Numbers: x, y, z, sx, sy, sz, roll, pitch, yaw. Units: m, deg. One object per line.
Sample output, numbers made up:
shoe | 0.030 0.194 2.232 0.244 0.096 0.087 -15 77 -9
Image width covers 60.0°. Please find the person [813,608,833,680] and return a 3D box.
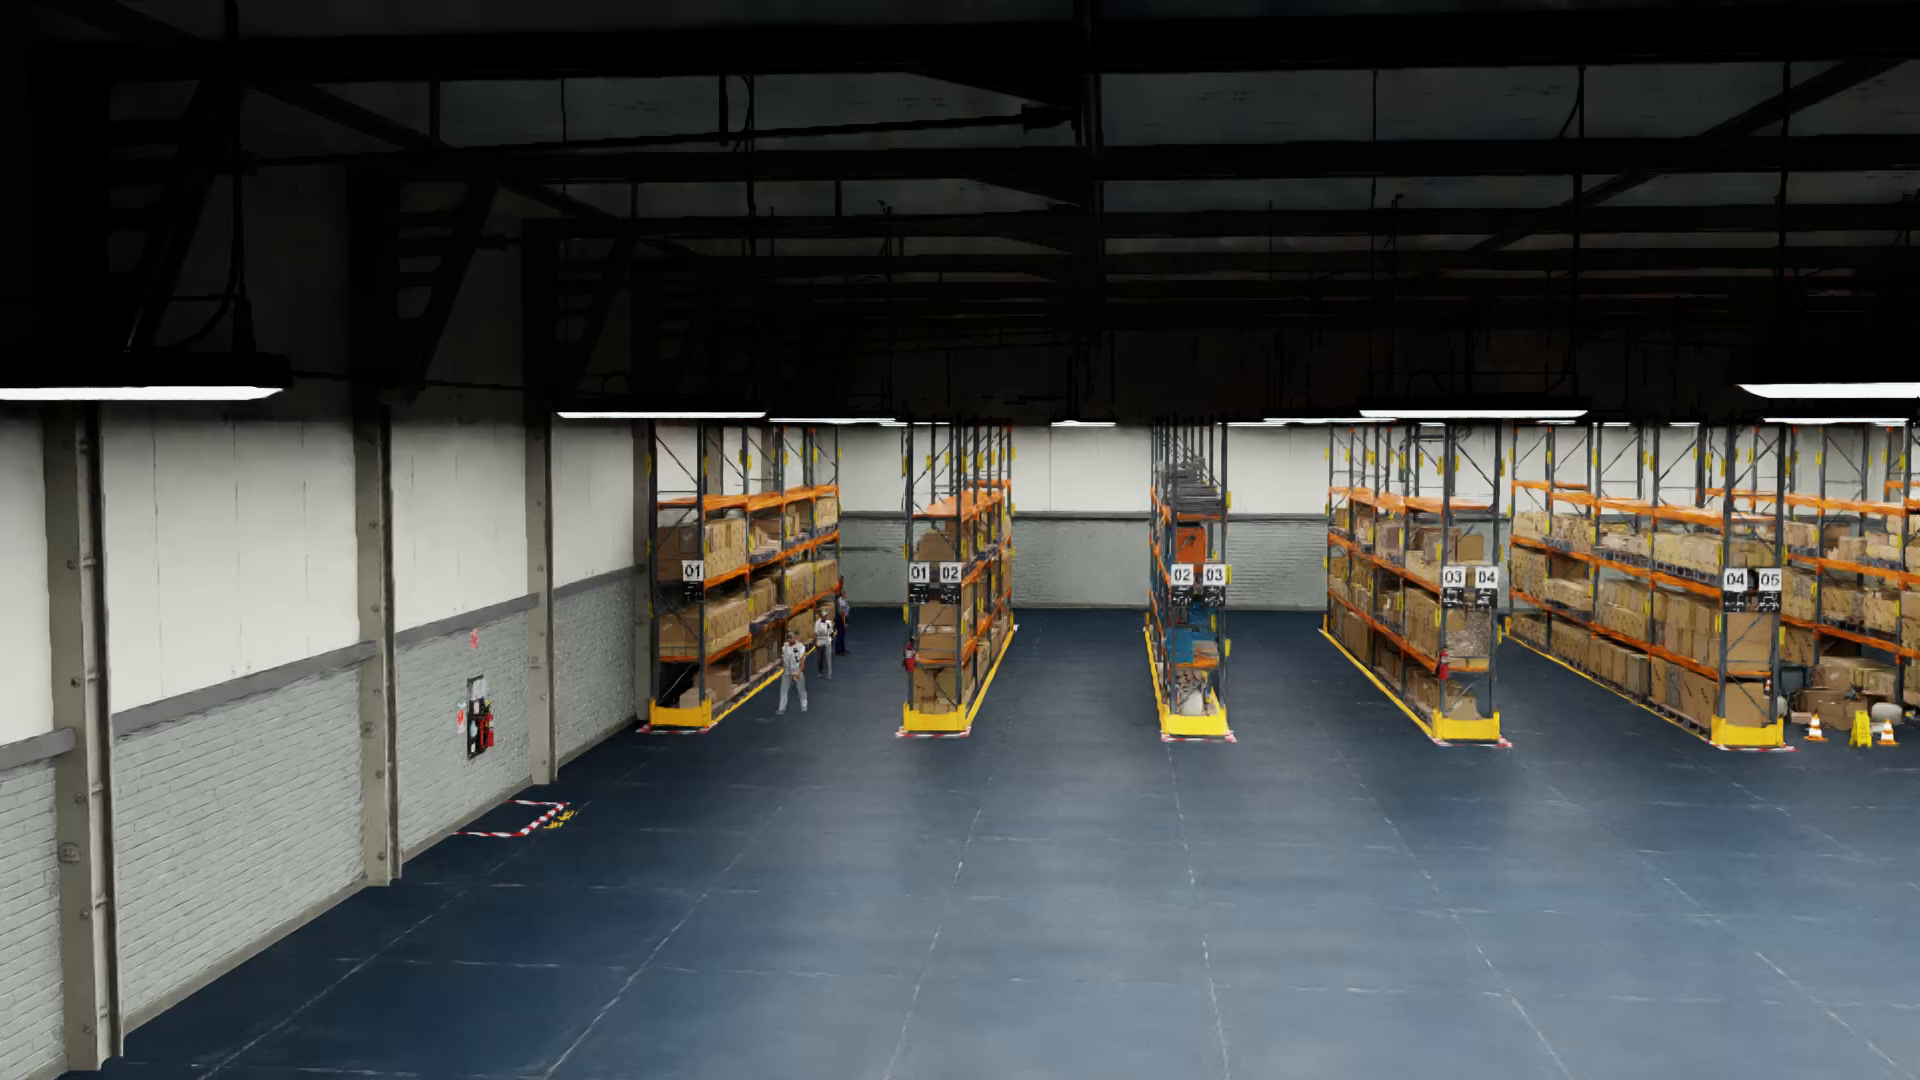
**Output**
person | -3.109 2.349 37.850 0.448 1.622 0.996 0 4 -3

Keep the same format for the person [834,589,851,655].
person | -2.950 2.066 42.000 0.450 1.640 0.560 -1 4 -15

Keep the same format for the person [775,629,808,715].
person | -3.334 2.617 33.237 0.533 1.707 1.040 1 4 14
